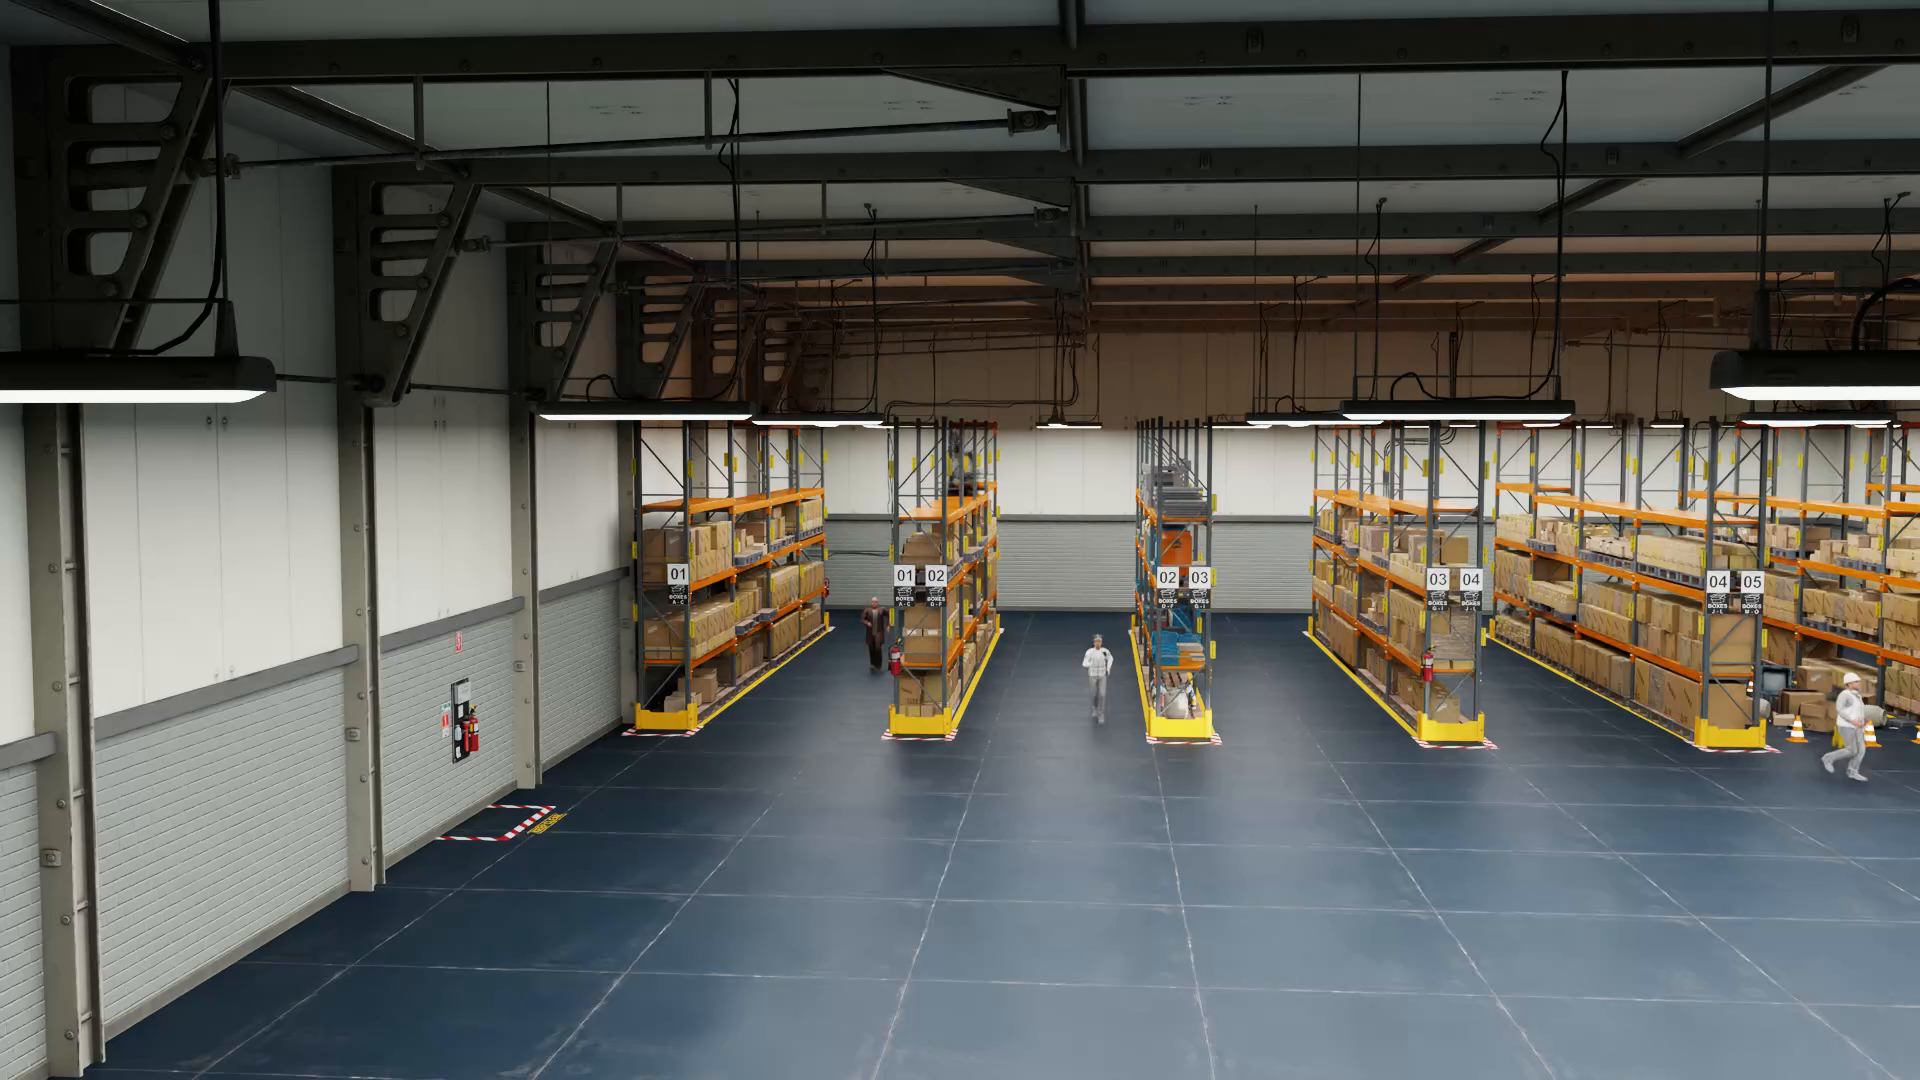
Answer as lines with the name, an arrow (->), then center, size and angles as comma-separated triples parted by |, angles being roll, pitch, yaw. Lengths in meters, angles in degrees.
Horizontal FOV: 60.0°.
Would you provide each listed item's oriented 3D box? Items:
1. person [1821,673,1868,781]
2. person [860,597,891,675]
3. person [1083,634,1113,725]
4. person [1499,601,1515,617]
person -> 14.670, 3.065, 27.450 | 0.684, 1.761, 0.644 | -3, 5, -40
person -> -1.998, 2.281, 39.418 | 0.735, 1.869, 0.836 | 0, 4, 2
person -> 2.720, 2.718, 32.822 | 0.602, 1.733, 0.812 | 0, 4, 4
person -> 15.681, 1.855, 47.495 | 0.582, 1.590, 0.590 | 3, 5, 43
